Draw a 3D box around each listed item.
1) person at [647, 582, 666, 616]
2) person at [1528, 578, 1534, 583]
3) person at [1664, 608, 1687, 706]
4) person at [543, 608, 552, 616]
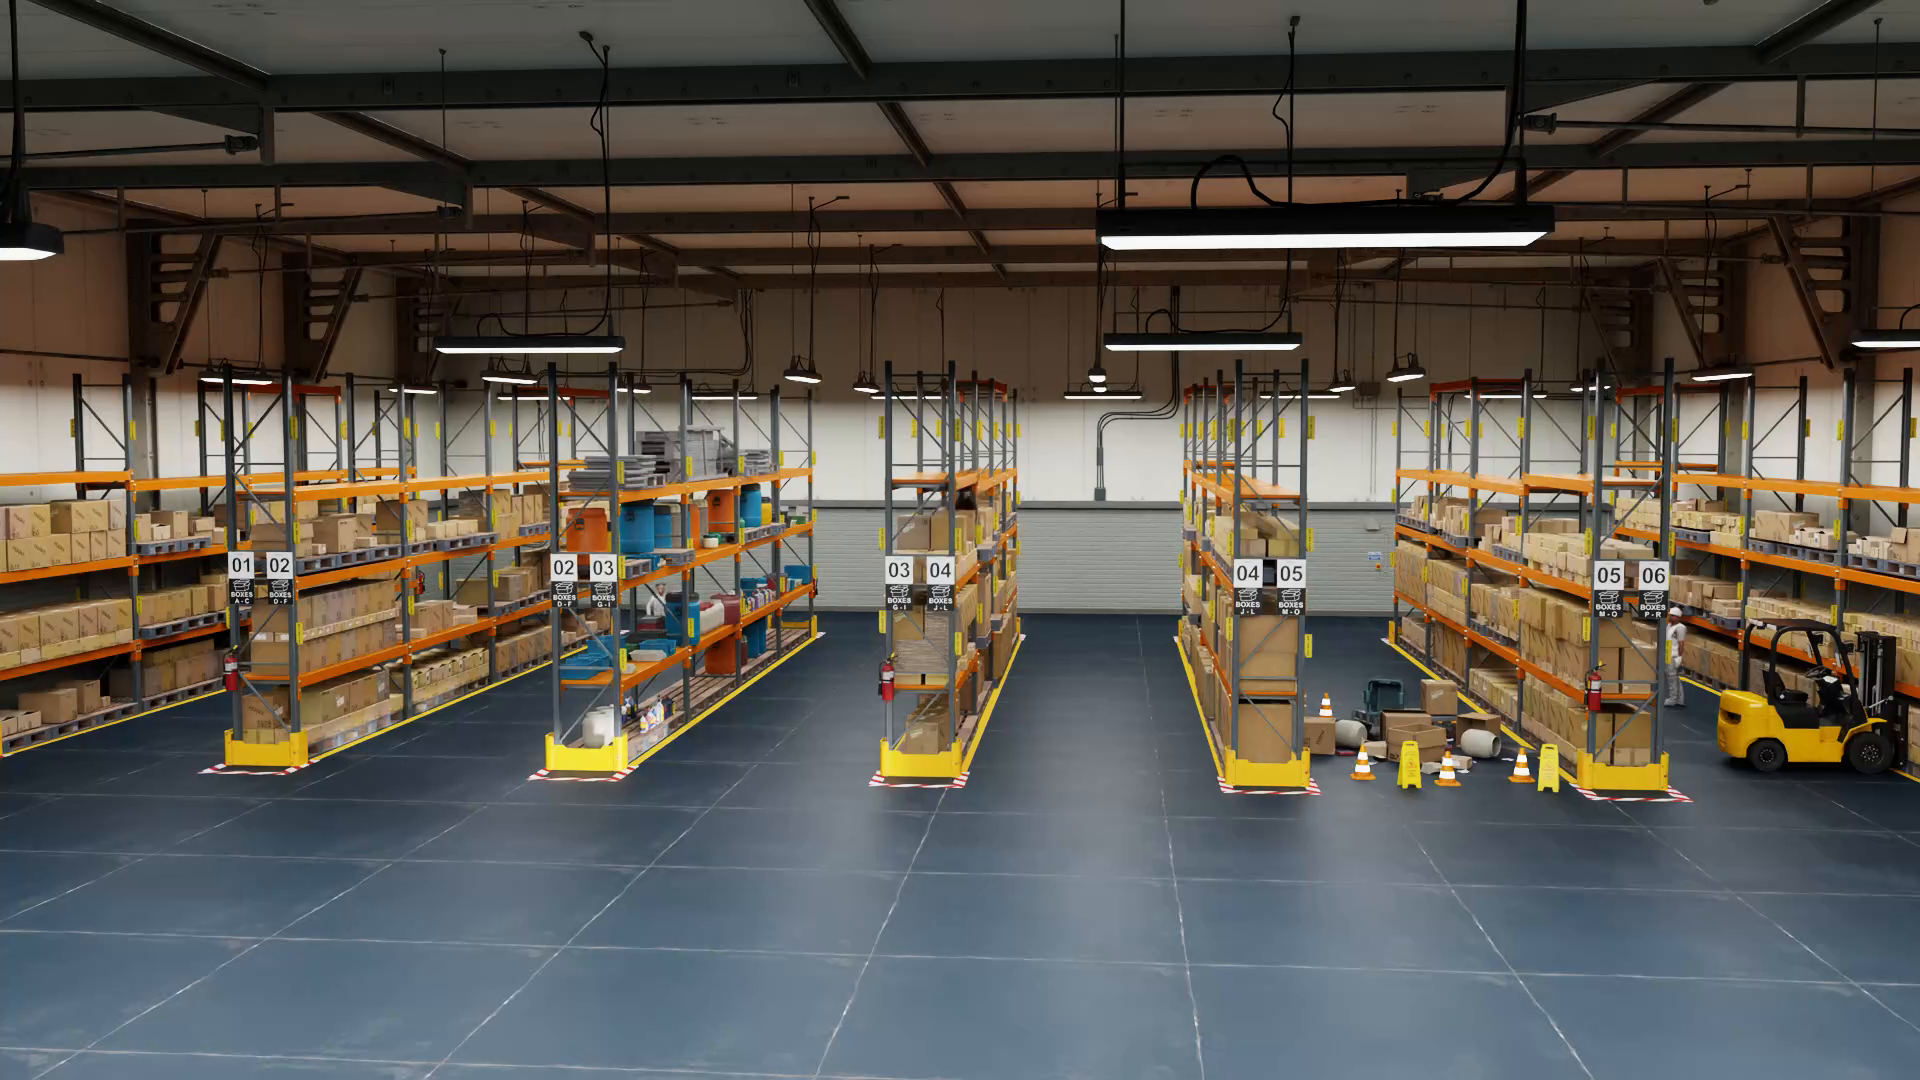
[{"bbox_3d":[-6.648,1.765,36.867,0.627,1.671,0.948,0,4,5],"label":"person"},{"bbox_3d":[14.348,1.331,42.145,0.578,1.773,0.542,-1,4,-13],"label":"person"},{"bbox_3d":[12.993,2.123,30.307,0.448,1.790,0.596,2,4,24],"label":"person"},{"bbox_3d":[-10.950,1.216,44.701,0.499,1.652,0.493,1,4,12],"label":"person"}]
